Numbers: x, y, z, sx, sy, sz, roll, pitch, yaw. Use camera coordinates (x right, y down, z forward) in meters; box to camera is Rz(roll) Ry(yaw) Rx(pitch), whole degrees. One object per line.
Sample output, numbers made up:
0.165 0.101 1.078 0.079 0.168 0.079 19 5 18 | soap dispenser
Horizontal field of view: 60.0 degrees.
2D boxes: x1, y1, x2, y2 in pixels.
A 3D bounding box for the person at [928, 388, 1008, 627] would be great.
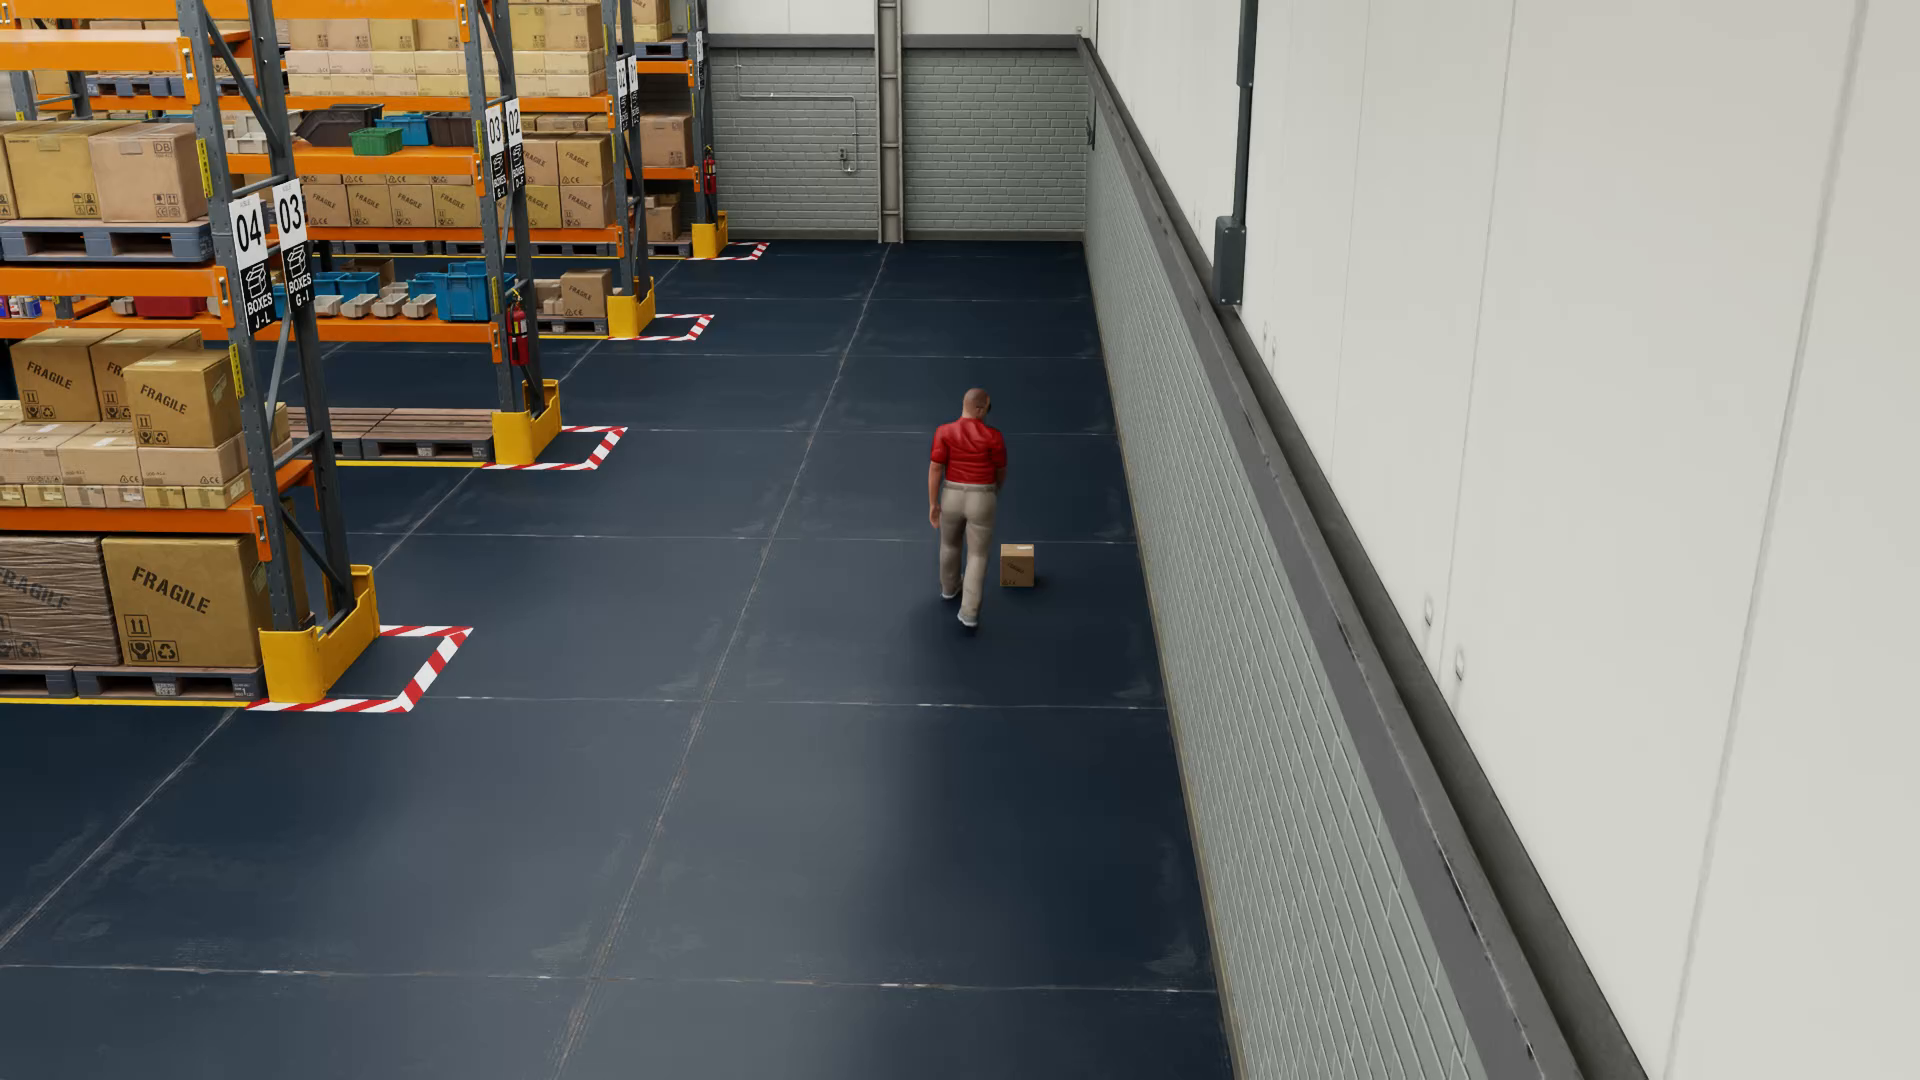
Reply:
0.076 -0.283 11.882 0.546 1.679 0.909 5 21 13 | person
